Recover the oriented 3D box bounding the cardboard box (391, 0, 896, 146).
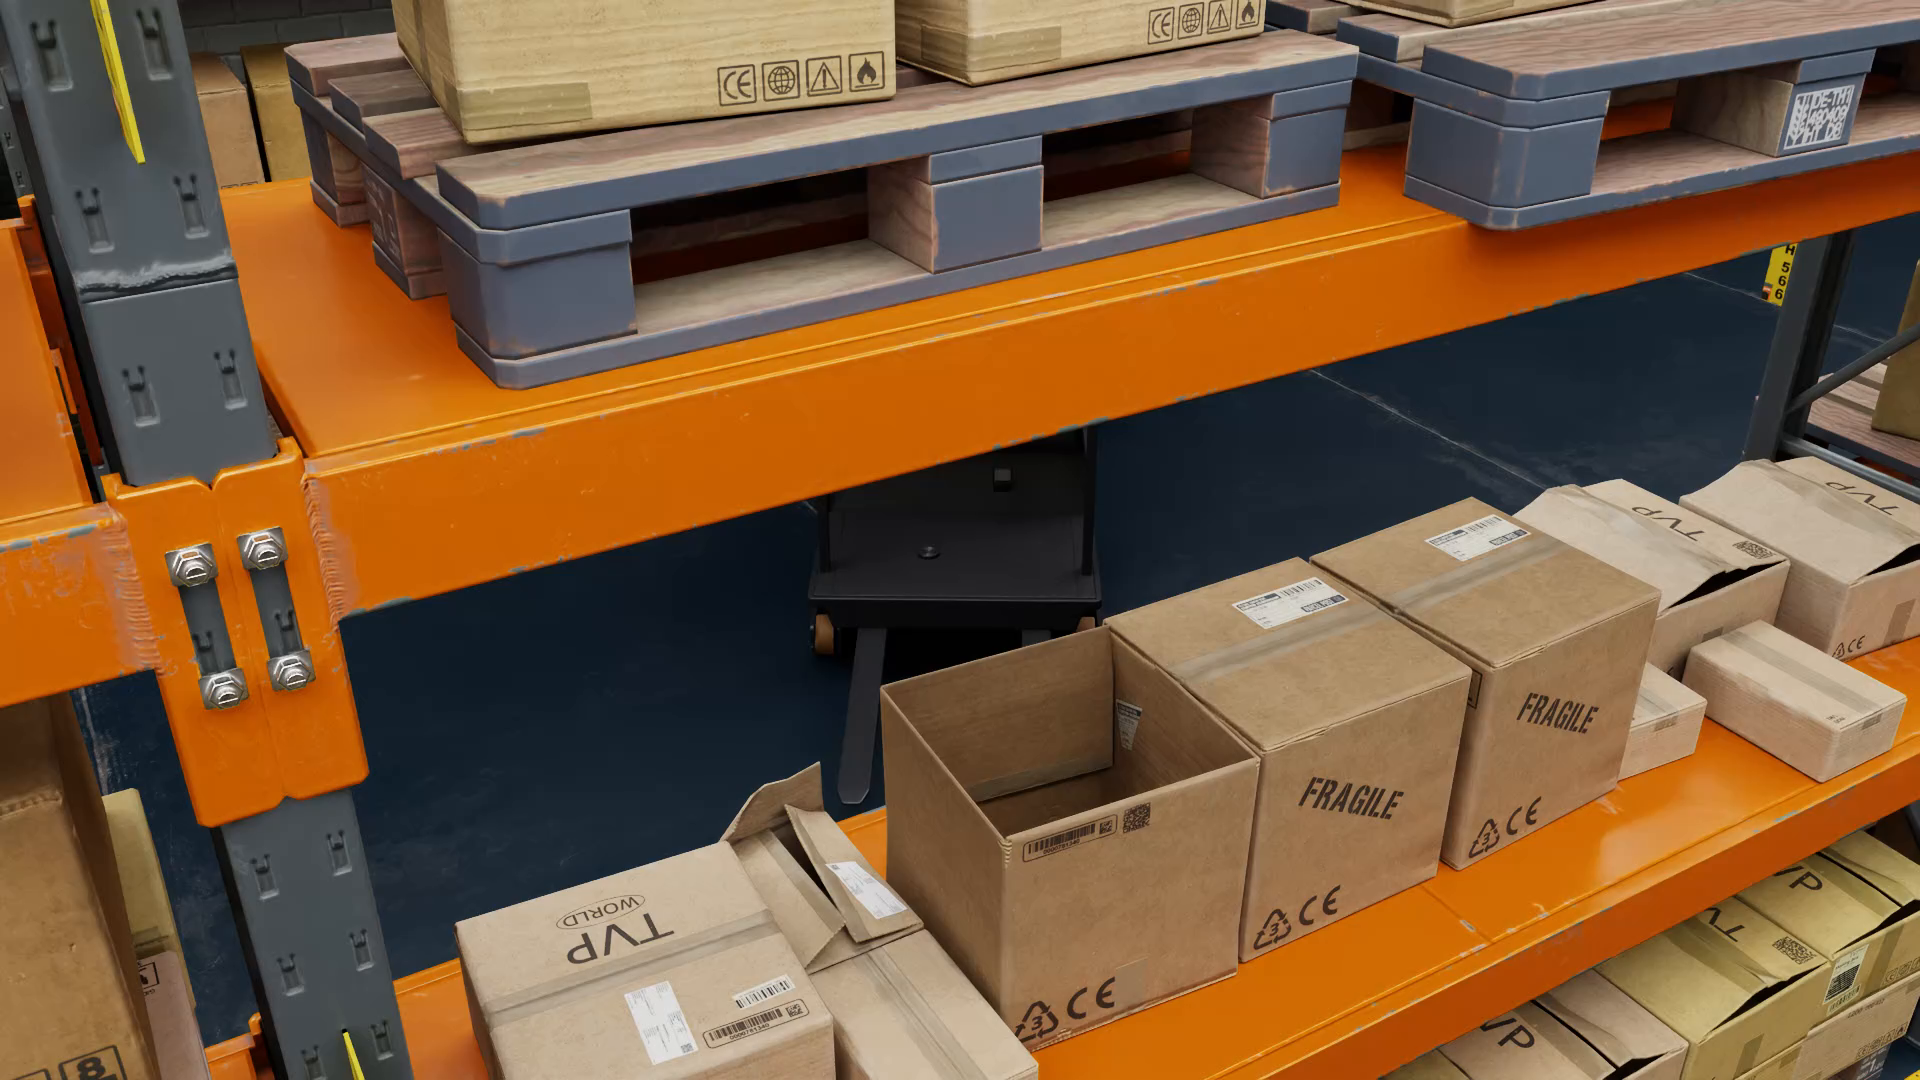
[{"bbox_3d":[-0.404,-0.688,2.008,0.500,0.250,0.500,-12,31,-21],"label":"cardboard box"}]

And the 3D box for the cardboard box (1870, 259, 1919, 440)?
[{"bbox_3d":[2.995,-0.517,4.545,0.700,0.500,0.500,22,36,34],"label":"cardboard box"}]

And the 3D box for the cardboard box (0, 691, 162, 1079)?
[{"bbox_3d":[-1.319,0.390,1.992,0.500,0.500,0.700,-16,33,-26],"label":"cardboard box"}]

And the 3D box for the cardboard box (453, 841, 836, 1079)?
[{"bbox_3d":[-0.537,0.818,2.819,0.500,0.250,0.500,-14,32,-23],"label":"cardboard box"}]

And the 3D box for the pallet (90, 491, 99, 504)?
[{"bbox_3d":[-4.014,0.228,6.619,1.213,0.211,1.003,-16,33,-26],"label":"pallet"}]

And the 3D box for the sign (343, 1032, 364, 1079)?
[{"bbox_3d":[-0.657,0.708,1.885,0.005,0.325,0.100,-16,33,-26],"label":"sign"}]

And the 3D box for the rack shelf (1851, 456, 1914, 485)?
[{"bbox_3d":[4.233,-0.263,5.367,4.000,0.370,1.077,-16,33,-26],"label":"rack shelf"}]

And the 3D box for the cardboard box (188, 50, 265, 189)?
[{"bbox_3d":[-2.996,-1.519,6.339,0.500,0.500,0.700,-16,33,-26],"label":"cardboard box"}]

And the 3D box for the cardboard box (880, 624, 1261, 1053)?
[{"bbox_3d":[0.185,0.537,3.070,0.500,0.500,0.500,-13,32,-23],"label":"cardboard box"}]

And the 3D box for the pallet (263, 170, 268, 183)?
[{"bbox_3d":[-2.720,-1.215,6.545,1.213,0.211,1.003,-16,33,-26],"label":"pallet"}]

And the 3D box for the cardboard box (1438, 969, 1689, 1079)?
[{"bbox_3d":[1.301,1.169,3.858,0.500,0.311,0.500,-16,33,-27],"label":"cardboard box"}]

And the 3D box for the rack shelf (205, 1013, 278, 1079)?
[{"bbox_3d":[-2.664,1.695,1.818,4.000,0.370,1.077,-16,33,-26],"label":"rack shelf"}]

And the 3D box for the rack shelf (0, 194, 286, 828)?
[{"bbox_3d":[-2.664,0.382,1.094,4.000,0.370,1.077,-16,33,-26],"label":"rack shelf"}]

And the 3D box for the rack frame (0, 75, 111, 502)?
[{"bbox_3d":[-3.453,-1.172,6.269,0.127,3.000,1.000,-16,33,-26],"label":"rack frame"}]

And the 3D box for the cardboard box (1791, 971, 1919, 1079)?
[{"bbox_3d":[2.179,1.162,4.451,0.500,0.250,0.500,-15,32,-25],"label":"cardboard box"}]

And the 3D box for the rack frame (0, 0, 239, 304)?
[{"bbox_3d":[-0.940,-1.736,1.082,0.127,3.000,1.000,-16,33,-26],"label":"rack frame"}]

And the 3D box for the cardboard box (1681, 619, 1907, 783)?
[{"bbox_3d":[1.874,0.357,3.759,0.250,0.149,0.380,-16,33,-26],"label":"cardboard box"}]

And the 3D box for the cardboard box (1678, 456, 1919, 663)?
[{"bbox_3d":[2.173,0.021,4.199,0.500,0.311,0.500,-14,32,-23],"label":"cardboard box"}]

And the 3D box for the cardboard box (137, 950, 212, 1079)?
[{"bbox_3d":[-1.066,0.719,2.068,0.250,0.149,0.380,-16,33,-26],"label":"cardboard box"}]

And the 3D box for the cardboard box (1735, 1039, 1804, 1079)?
[{"bbox_3d":[1.736,1.290,4.220,0.500,0.250,0.500,-16,33,-27],"label":"cardboard box"}]

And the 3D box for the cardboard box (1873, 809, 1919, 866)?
[{"bbox_3d":[3.046,0.821,4.790,0.500,0.500,0.500,-14,32,-24],"label":"cardboard box"}]

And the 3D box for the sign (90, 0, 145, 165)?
[{"bbox_3d":[-0.657,-0.453,1.245,0.005,0.325,0.100,-16,33,-26],"label":"sign"}]

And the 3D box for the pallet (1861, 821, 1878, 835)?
[{"bbox_3d":[3.172,0.965,5.282,1.213,0.211,1.003,-16,33,-26],"label":"pallet"}]

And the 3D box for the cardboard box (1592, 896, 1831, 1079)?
[{"bbox_3d":[1.737,1.047,4.080,0.500,0.311,0.500,-16,33,-27],"label":"cardboard box"}]

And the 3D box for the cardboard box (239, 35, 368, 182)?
[{"bbox_3d":[-2.511,-1.653,6.581,0.500,0.500,0.700,-12,31,-21],"label":"cardboard box"}]

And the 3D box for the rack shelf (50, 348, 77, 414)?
[{"bbox_3d":[-5.177,-0.368,5.556,4.000,0.370,1.077,-16,33,-26],"label":"rack shelf"}]

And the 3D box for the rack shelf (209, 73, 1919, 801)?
[{"bbox_3d":[0.785,-0.597,2.868,4.000,0.370,1.077,-16,33,-26],"label":"rack shelf"}]

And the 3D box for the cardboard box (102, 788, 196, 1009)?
[{"bbox_3d":[-1.269,0.548,2.378,0.250,0.149,0.380,-16,33,-26],"label":"cardboard box"}]

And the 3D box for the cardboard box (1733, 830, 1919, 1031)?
[{"bbox_3d":[2.182,0.917,4.315,0.500,0.311,0.500,-15,32,-25],"label":"cardboard box"}]

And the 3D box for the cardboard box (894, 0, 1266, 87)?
[{"bbox_3d":[0.069,-0.823,2.253,0.500,0.250,0.500,-19,34,-31],"label":"cardboard box"}]

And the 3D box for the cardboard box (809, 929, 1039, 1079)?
[{"bbox_3d":[-0.072,0.869,2.831,0.250,0.149,0.380,-16,33,-26],"label":"cardboard box"}]

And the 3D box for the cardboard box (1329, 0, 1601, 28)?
[{"bbox_3d":[0.740,-0.983,2.544,0.500,0.250,0.500,-19,34,-30],"label":"cardboard box"}]

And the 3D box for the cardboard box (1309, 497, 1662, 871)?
[{"bbox_3d":[1.071,0.285,3.525,0.500,0.500,0.500,-18,34,-29],"label":"cardboard box"}]

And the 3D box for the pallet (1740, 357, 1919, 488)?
[{"bbox_3d":[3.058,-0.200,4.706,1.003,0.211,1.213,-16,33,-26],"label":"pallet"}]

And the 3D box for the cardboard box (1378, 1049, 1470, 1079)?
[{"bbox_3d":[0.868,1.291,3.637,0.500,0.311,0.500,-15,32,-25],"label":"cardboard box"}]

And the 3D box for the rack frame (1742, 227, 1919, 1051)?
[{"bbox_3d":[2.509,-0.089,4.306,0.127,3.000,1.000,-16,33,-26],"label":"rack frame"}]

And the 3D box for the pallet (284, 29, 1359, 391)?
[{"bbox_3d":[-0.186,-0.560,2.254,1.217,0.209,0.805,-17,33,-28],"label":"pallet"}]

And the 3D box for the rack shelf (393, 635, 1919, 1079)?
[{"bbox_3d":[0.785,0.716,3.593,4.000,0.370,1.077,-16,33,-26],"label":"rack shelf"}]

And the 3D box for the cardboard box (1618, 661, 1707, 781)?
[{"bbox_3d":[1.438,0.357,3.758,0.250,0.149,0.380,-13,32,-23],"label":"cardboard box"}]

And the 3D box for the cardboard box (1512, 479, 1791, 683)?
[{"bbox_3d":[1.640,0.089,4.077,0.500,0.311,0.500,-16,33,-27],"label":"cardboard box"}]

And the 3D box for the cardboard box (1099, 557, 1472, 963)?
[{"bbox_3d":[0.617,0.414,3.292,0.500,0.500,0.500,-16,33,-26],"label":"cardboard box"}]

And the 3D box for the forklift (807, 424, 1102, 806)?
[{"bbox_3d":[-0.012,-0.980,5.992,1.130,2.935,3.031,1,29,1],"label":"forklift"}]

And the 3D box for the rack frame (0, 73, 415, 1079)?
[{"bbox_3d":[-0.940,0.891,2.532,0.127,3.000,1.000,-16,33,-26],"label":"rack frame"}]

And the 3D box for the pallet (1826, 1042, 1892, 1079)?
[{"bbox_3d":[1.779,1.318,4.644,1.213,0.211,1.003,-16,33,-26],"label":"pallet"}]

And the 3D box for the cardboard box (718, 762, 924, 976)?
[{"bbox_3d":[-0.275,0.658,3.093,0.258,0.266,0.396,-17,33,-28],"label":"cardboard box"}]

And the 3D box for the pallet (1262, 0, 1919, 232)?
[{"bbox_3d":[1.007,-0.841,2.760,1.213,0.211,1.003,-14,32,-24],"label":"pallet"}]

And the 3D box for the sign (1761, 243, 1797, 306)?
[{"bbox_3d":[2.226,-0.785,4.451,0.005,0.325,0.100,-16,33,-26],"label":"sign"}]

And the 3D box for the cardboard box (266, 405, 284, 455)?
[{"bbox_3d":[-2.826,-0.457,7.106,0.500,0.500,0.700,-15,32,-25],"label":"cardboard box"}]
